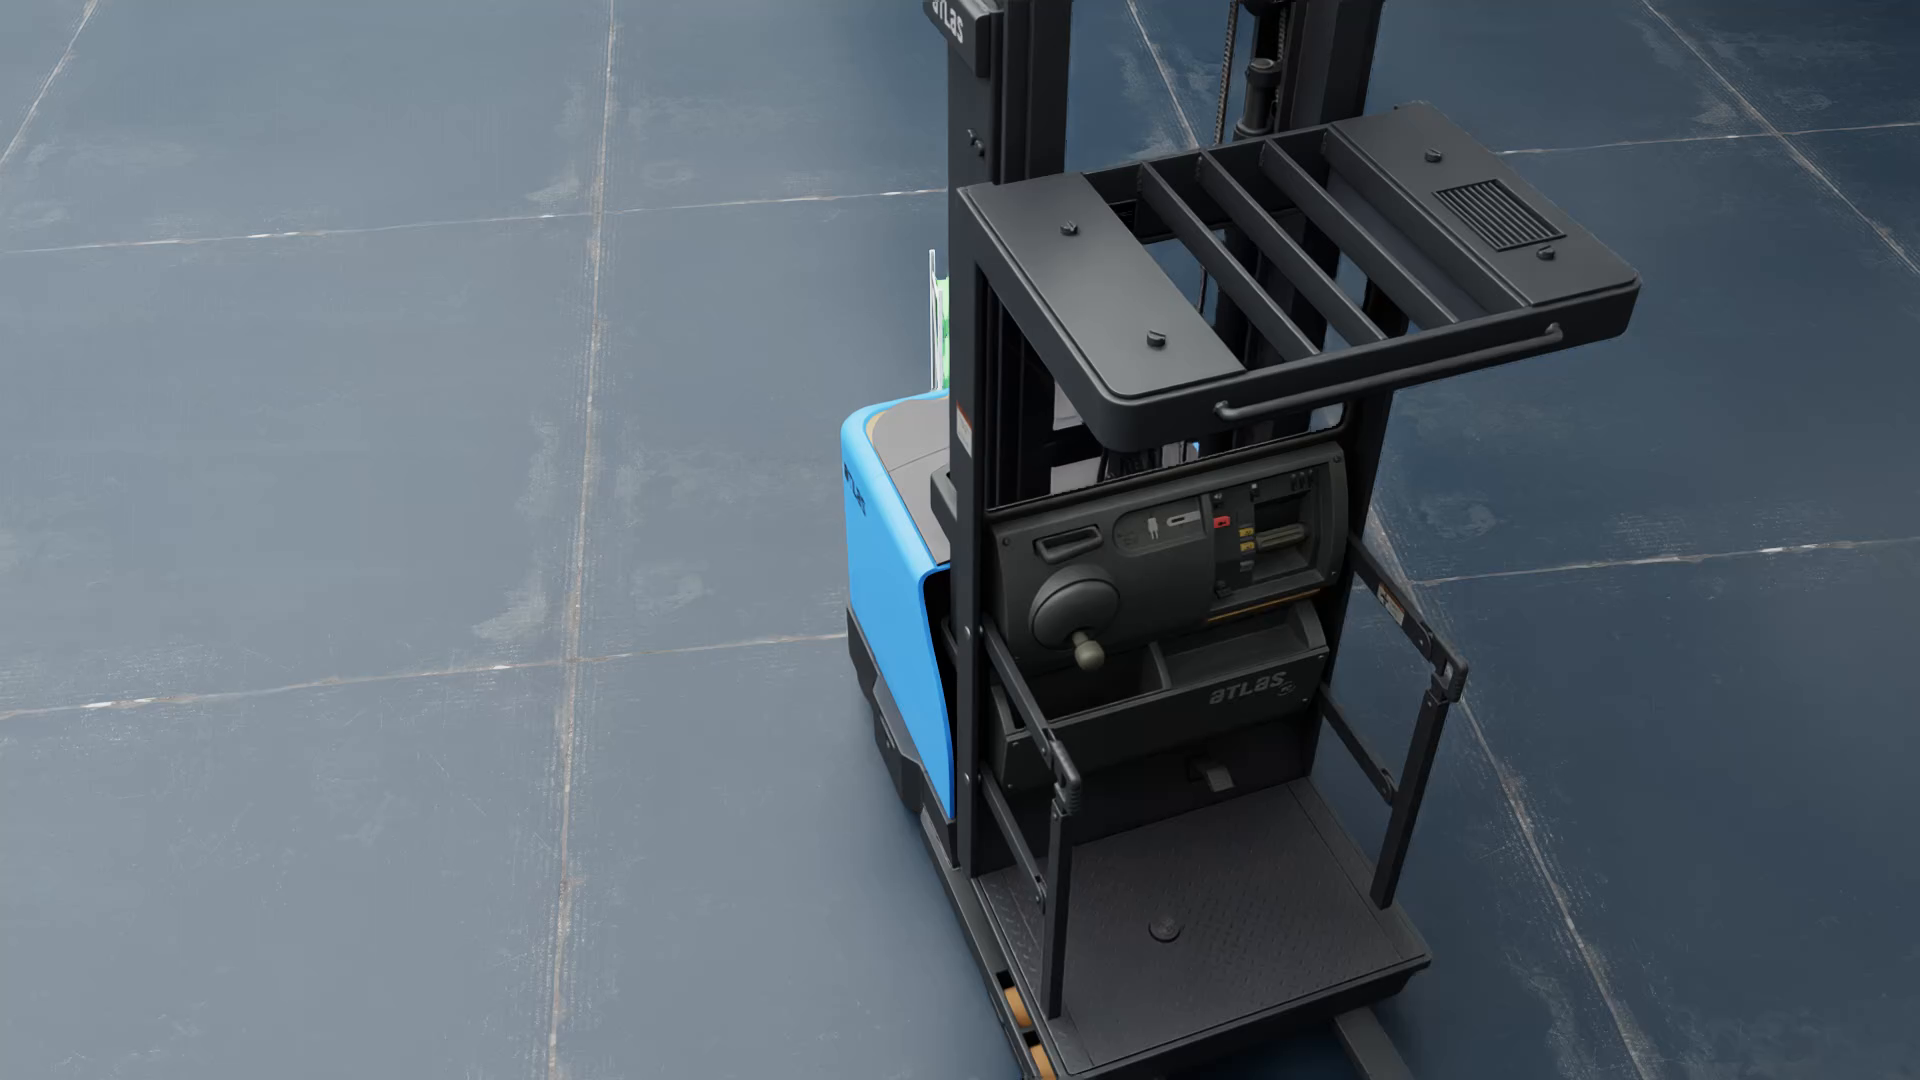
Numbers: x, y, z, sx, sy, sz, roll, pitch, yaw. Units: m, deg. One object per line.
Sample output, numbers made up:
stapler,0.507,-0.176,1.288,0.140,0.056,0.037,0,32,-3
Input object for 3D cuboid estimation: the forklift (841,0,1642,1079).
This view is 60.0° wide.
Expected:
forklift,0.606,0.128,3.920,1.130,2.935,3.031,-14,44,-15

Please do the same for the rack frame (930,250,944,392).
rack frame,-0.078,-0.439,5.841,0.015,1.200,0.240,-5,42,-6

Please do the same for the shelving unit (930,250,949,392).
shelving unit,0.164,-0.460,5.864,0.503,1.200,0.258,-5,42,-6

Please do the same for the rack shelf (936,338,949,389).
rack shelf,0.164,-0.591,5.746,0.480,0.148,0.258,-5,42,-6

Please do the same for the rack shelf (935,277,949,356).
rack shelf,0.164,-0.769,5.585,0.480,0.148,0.258,-5,42,-6
